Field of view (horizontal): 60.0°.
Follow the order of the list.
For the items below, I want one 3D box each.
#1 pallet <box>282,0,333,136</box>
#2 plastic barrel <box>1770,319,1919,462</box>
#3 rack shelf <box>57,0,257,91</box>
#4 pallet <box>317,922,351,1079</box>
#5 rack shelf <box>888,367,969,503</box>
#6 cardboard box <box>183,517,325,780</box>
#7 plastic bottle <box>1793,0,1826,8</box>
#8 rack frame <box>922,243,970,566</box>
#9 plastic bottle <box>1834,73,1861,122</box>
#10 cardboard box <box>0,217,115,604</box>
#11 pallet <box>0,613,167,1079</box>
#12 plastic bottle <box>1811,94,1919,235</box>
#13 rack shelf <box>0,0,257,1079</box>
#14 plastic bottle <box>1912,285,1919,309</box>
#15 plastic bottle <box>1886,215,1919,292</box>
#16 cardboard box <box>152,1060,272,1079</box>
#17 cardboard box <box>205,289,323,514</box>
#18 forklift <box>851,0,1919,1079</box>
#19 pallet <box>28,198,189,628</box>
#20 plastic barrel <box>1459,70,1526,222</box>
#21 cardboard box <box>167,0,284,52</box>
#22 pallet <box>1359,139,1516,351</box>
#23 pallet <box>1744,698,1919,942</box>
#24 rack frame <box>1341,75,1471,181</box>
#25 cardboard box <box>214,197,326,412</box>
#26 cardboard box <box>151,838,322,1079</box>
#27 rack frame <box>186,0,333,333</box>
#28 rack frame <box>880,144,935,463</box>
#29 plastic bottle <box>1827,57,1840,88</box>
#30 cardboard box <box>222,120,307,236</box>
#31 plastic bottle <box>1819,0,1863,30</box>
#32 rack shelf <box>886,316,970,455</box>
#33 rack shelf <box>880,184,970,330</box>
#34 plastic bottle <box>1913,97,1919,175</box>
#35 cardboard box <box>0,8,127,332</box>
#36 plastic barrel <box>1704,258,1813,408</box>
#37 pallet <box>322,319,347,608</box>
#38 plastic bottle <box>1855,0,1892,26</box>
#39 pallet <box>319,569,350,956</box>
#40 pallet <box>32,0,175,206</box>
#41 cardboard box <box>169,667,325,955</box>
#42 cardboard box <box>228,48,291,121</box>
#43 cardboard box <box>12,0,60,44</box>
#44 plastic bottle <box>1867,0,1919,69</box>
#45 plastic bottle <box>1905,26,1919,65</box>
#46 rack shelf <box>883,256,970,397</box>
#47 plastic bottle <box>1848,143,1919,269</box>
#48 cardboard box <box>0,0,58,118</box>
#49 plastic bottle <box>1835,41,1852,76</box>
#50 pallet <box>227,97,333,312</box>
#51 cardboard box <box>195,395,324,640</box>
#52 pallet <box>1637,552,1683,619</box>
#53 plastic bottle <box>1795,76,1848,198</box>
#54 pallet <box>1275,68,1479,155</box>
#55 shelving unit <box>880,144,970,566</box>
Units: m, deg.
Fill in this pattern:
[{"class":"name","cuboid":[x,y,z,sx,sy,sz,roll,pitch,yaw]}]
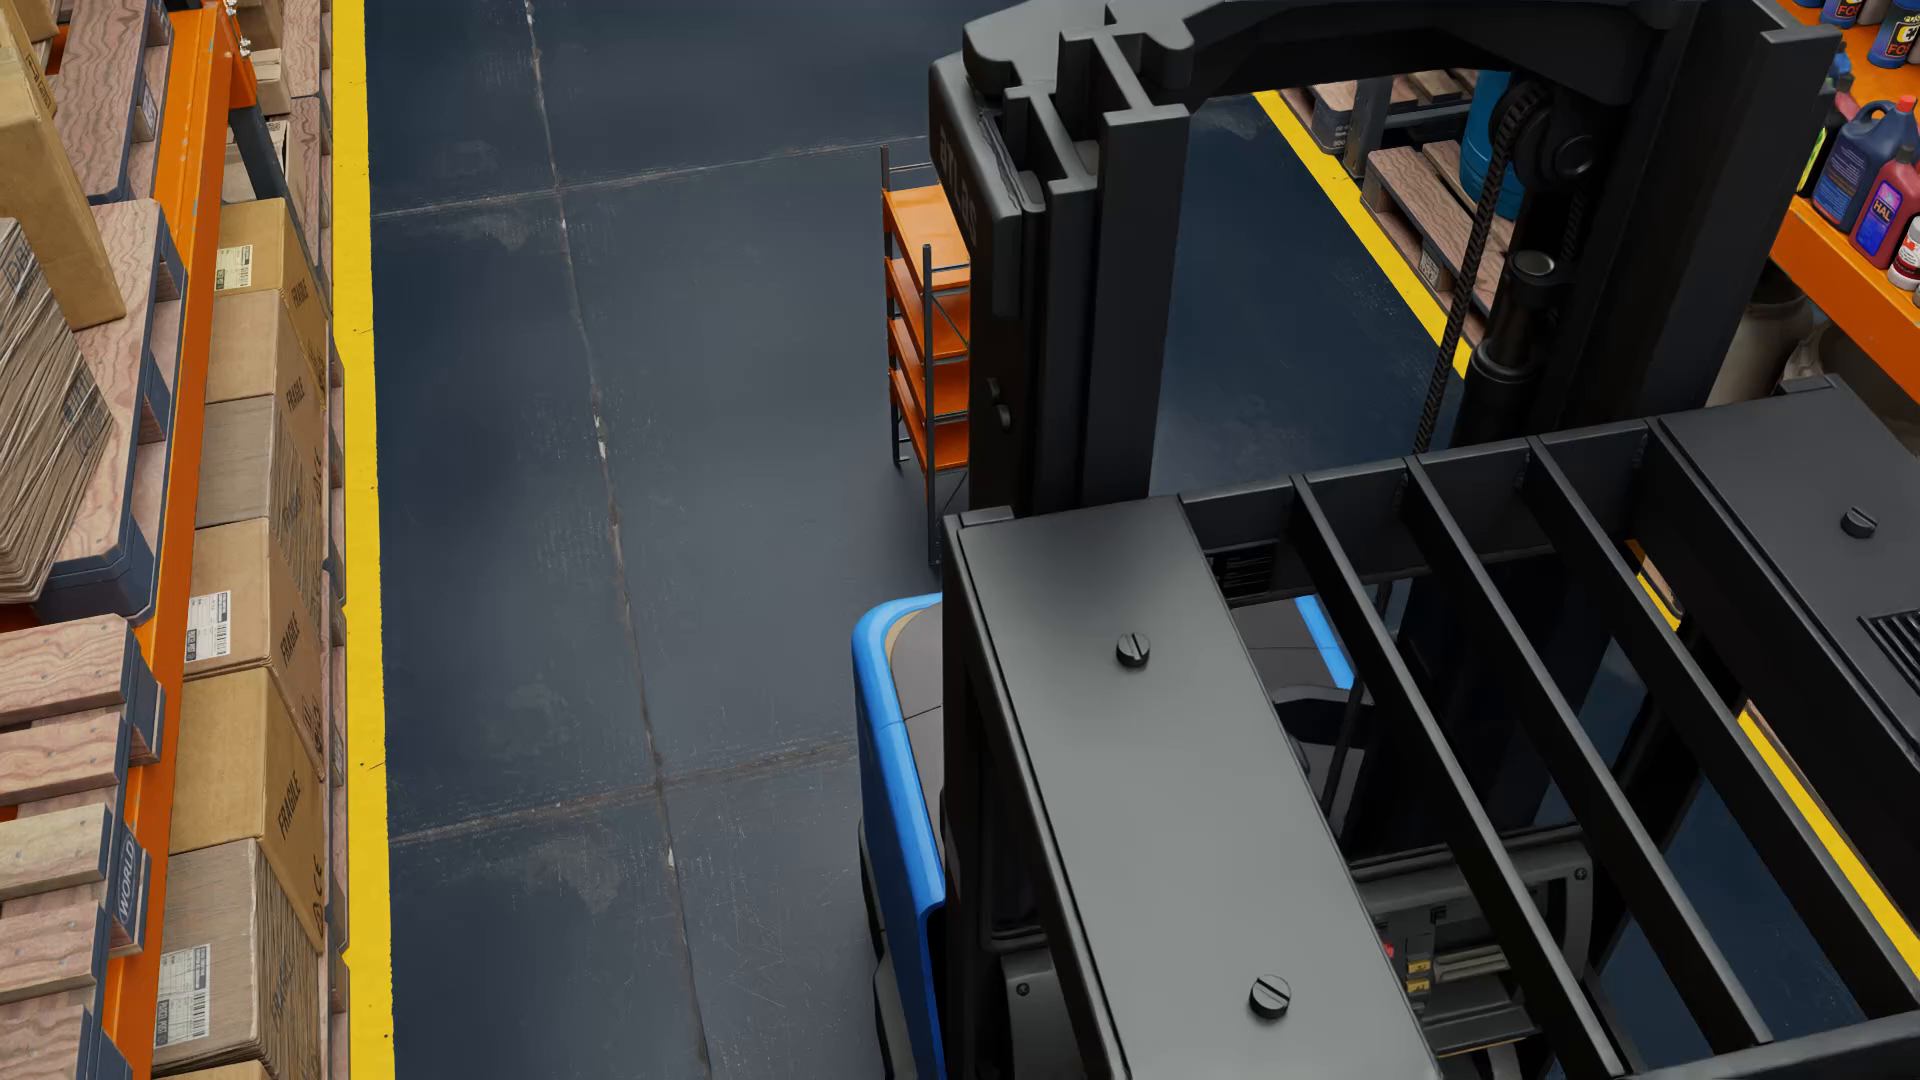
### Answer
[{"class":"pallet","cuboid":[-3.234,-2.060,7.121,1.003,0.211,1.213,-11,47,-10]},{"class":"plastic barrel","cuboid":[2.639,-0.276,4.815,0.600,0.588,0.708,-11,47,-10]},{"class":"rack shelf","cuboid":[-3.256,-2.847,6.443,1.077,0.370,4.000,-11,47,-10]},{"class":"pallet","cuboid":[-1.874,1.498,3.634,1.003,0.211,1.213,-11,47,-10]},{"class":"rack shelf","cuboid":[-0.042,-0.348,5.123,0.258,0.148,0.480,-11,47,-10]},{"class":"cardboard box","cuboid":[-1.961,0.331,4.267,0.500,0.500,0.500,-12,47,-12]},{"class":"plastic bottle","cuboid":[2.566,-1.727,4.932,0.097,0.271,0.097,0,46,0]},{"class":"rack frame","cuboid":[0.020,-0.366,4.768,0.240,1.200,0.015,-11,47,-10]},{"class":"plastic bottle","cuboid":[2.238,-1.039,4.250,0.061,0.283,0.133,-11,47,-10]},{"class":"cardboard box","cuboid":[-2.039,-0.218,3.000,0.700,0.500,0.500,-3,46,-3]},{"class":"pallet","cuboid":[-1.961,0.656,2.641,1.213,0.211,1.003,-11,47,-10]},{"class":"plastic bottle","cuboid":[2.261,-0.950,4.115,0.144,0.351,0.185,-11,47,-10]},{"class":"rack shelf","cuboid":[-2.232,-0.085,3.737,1.077,0.370,4.000,-11,47,-10]},{"class":"plastic bottle","cuboid":[2.333,-0.636,3.913,0.097,0.201,0.097,0,46,0]},{"class":"plastic bottle","cuboid":[2.308,-0.704,3.978,0.097,0.201,0.097,0,46,0]},{"class":"cardboard box","cuboid":[-1.560,1.398,3.221,0.500,0.500,0.500,-9,46,-9]},{"class":"cardboard box","cuboid":[-2.222,-0.366,4.950,0.500,0.500,0.500,-11,47,-10]},{"class":"forklift","cuboid":[0.575,0.820,2.395,1.130,2.935,3.031,-9,46,-9]},{"class":"pallet","cuboid":[-2.222,-0.231,3.510,1.003,0.211,1.213,-11,47,-10]},{"class":"plastic barrel","cuboid":[2.168,-1.654,5.946,0.600,0.901,0.708,-11,47,-10]},{"class":"cardboard box","cuboid":[-3.230,-2.294,6.838,0.797,0.503,0.637,-11,47,-10]},{"class":"pallet","cuboid":[2.203,-1.104,6.184,1.003,0.211,1.213,-11,47,-10]},{"class":"pallet","cuboid":[2.828,0.580,4.534,1.003,0.211,1.213,-11,47,-10]},{"class":"rack frame","cuboid":[2.046,-2.621,5.718,1.000,3.000,0.127,-11,47,-10]},{"class":"cardboard box","cuboid":[-2.340,-0.708,5.286,0.500,0.500,0.500,-11,47,-11]},{"class":"cardboard box","cuboid":[-1.699,1.038,3.575,0.500,0.500,0.500,-12,47,-12]},{"class":"rack frame","cuboid":[-2.744,-1.718,4.833,1.000,3.000,0.127,-11,47,-10]},{"class":"rack frame","cuboid":[-0.105,-0.703,5.099,0.240,1.200,0.015,-11,47,-10]},{"class":"plastic bottle","cuboid":[2.179,-1.169,4.330,0.144,0.351,0.185,-11,47,-10]},{"class":"cardboard box","cuboid":[-2.642,-1.260,5.959,0.500,0.311,0.500,-11,47,-10]},{"class":"plastic bottle","cuboid":[2.600,-1.634,4.841,0.097,0.271,0.097,0,46,0]},{"class":"rack shelf","cuboid":[-0.042,-0.487,4.982,0.258,0.148,0.480,-11,47,-10]},{"class":"rack shelf","cuboid":[-0.042,-0.809,4.653,0.258,0.148,0.480,-11,47,-10]},{"class":"plastic bottle","cuboid":[2.353,-0.963,4.175,0.061,0.283,0.133,-11,47,-10]},{"class":"cardboard box","cuboid":[-2.232,-0.691,3.463,0.700,0.500,0.500,-22,50,-20]},{"class":"plastic barrel","cuboid":[2.408,-0.623,5.208,0.421,0.512,0.421,0,46,0]},{"class":"pallet","cuboid":[-2.499,-0.187,5.285,1.003,0.211,1.213,-11,47,-10]},{"class":"plastic bottle","cuboid":[2.716,-1.671,4.874,0.152,0.276,0.135,-11,47,-10]},{"class":"pallet","cuboid":[-2.183,0.657,4.458,1.003,0.211,1.213,-11,47,-10]},{"class":"pallet","cuboid":[-2.645,-1.079,4.341,1.003,0.211,1.213,-11,47,-10]},{"class":"cardboard box","cuboid":[-1.823,0.691,3.915,0.500,0.500,0.500,-11,47,-11]},{"class":"cardboard box","cuboid":[-2.873,-1.805,6.594,0.380,0.166,0.250,-11,47,-10]},{"class":"cardboard box","cuboid":[-2.839,-1.532,4.287,0.700,0.500,0.500,-26,51,-23]},{"class":"plastic bottle","cuboid":[2.660,-1.474,4.684,0.097,0.271,0.097,0,46,0]},{"class":"plastic bottle","cuboid":[2.775,-1.511,4.717,0.152,0.276,0.135,-11,47,-10]},{"class":"rack shelf","cuboid":[-0.042,-0.644,4.822,0.258,0.148,0.480,-11,47,-10]},{"class":"plastic bottle","cuboid":[2.261,-0.809,4.024,0.061,0.283,0.133,-11,47,-10]},{"class":"cardboard box","cuboid":[-2.601,-1.068,3.833,0.700,0.500,0.500,-4,46,-4]},{"class":"plastic bottle","cuboid":[2.285,-1.194,4.410,0.097,0.271,0.097,0,46,0]},{"class":"pallet","cuboid":[-2.919,-1.216,6.294,1.003,0.211,1.213,-11,47,-10]},{"class":"cardboard box","cuboid":[-2.094,-0.019,4.611,0.500,0.500,0.500,-10,46,-10]},{"class":"pallet","cuboid":[2.519,-0.260,5.357,1.003,0.211,1.213,-11,47,-10]},{"class":"plastic bottle","cuboid":[2.180,-1.028,4.239,0.061,0.283,0.133,-11,47,-10]},{"class":"pallet","cuboid":[1.820,-2.145,7.205,1.003,0.211,1.213,-11,47,-10]},{"class":"shelving unit","cuboid":[-0.042,-0.534,4.933,0.258,1.200,0.503,-11,47,-10]}]
